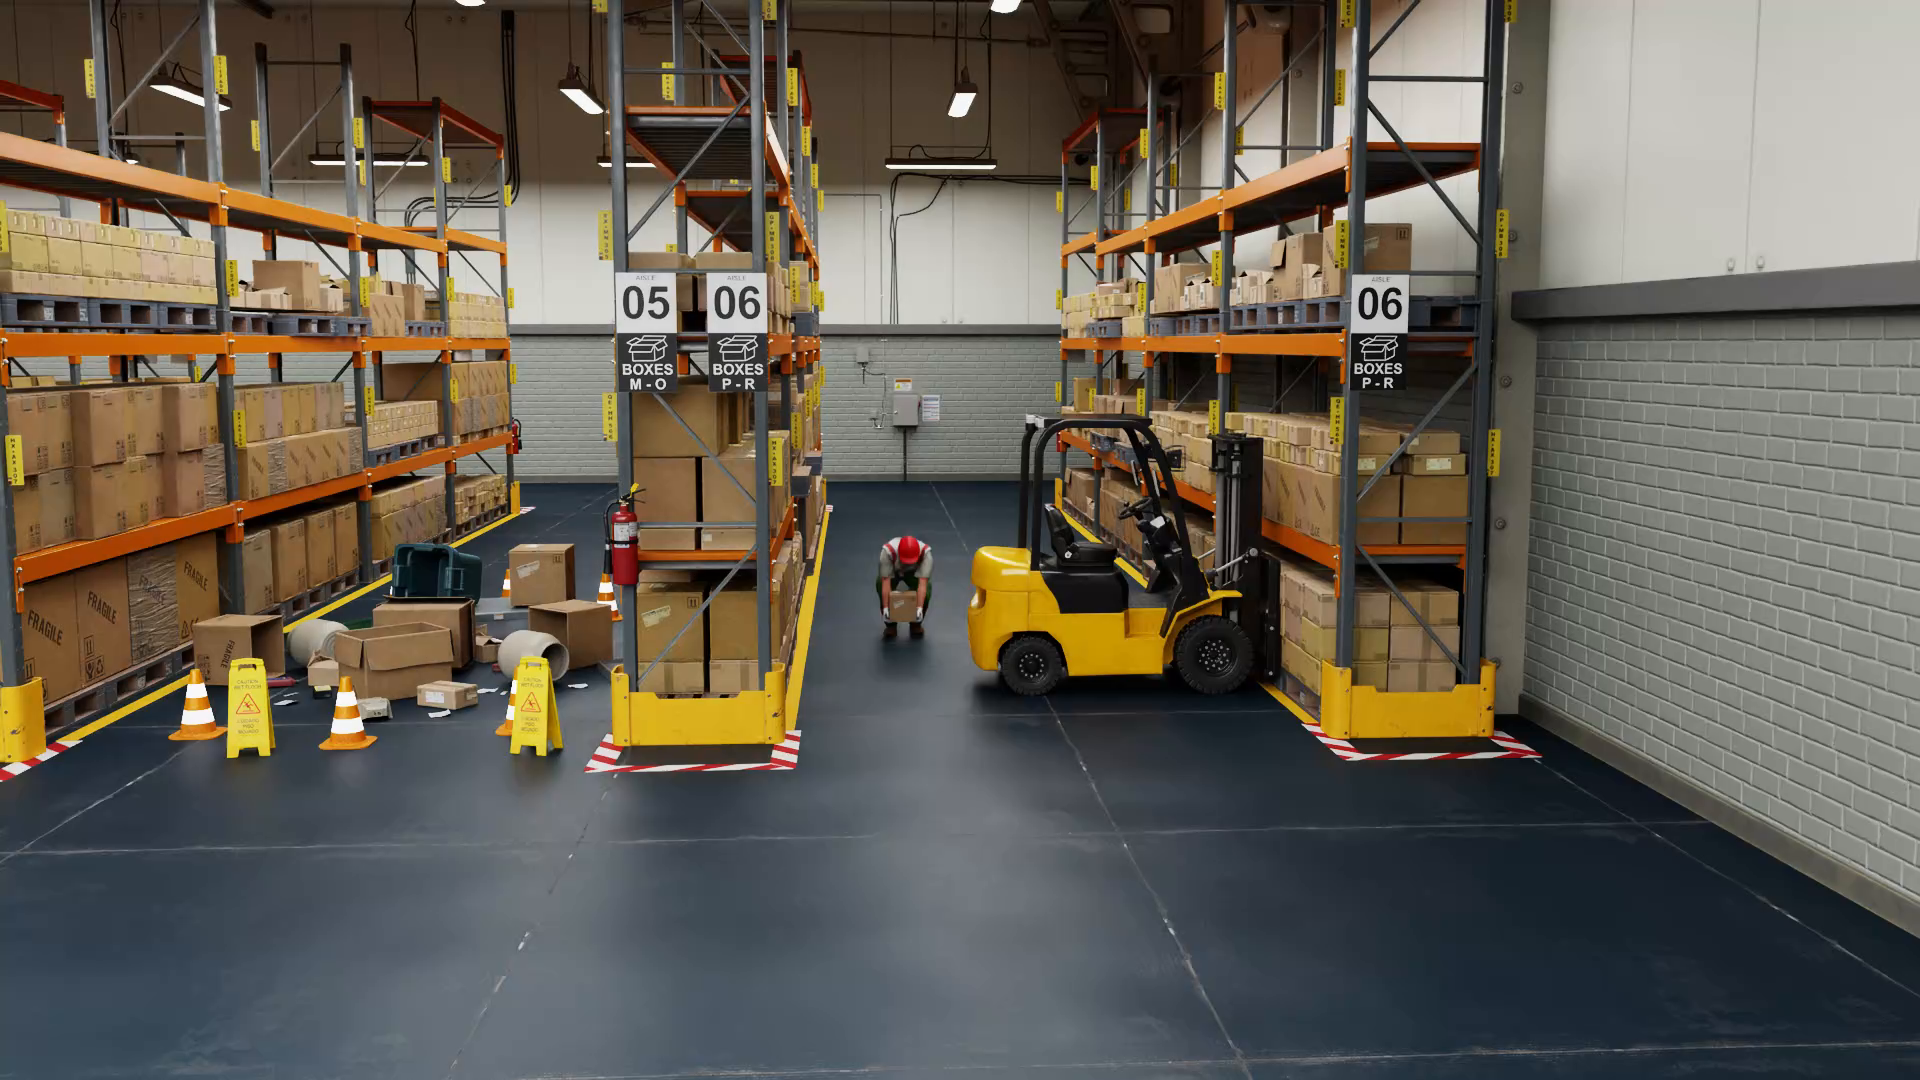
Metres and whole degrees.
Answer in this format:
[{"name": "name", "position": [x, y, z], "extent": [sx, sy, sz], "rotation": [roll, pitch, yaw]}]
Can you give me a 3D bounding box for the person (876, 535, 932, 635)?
[{"name": "person", "position": [-0.525, 0.409, 15.589], "extent": [0.526, 0.993, 0.926], "rotation": [-1, 7, -6]}]
